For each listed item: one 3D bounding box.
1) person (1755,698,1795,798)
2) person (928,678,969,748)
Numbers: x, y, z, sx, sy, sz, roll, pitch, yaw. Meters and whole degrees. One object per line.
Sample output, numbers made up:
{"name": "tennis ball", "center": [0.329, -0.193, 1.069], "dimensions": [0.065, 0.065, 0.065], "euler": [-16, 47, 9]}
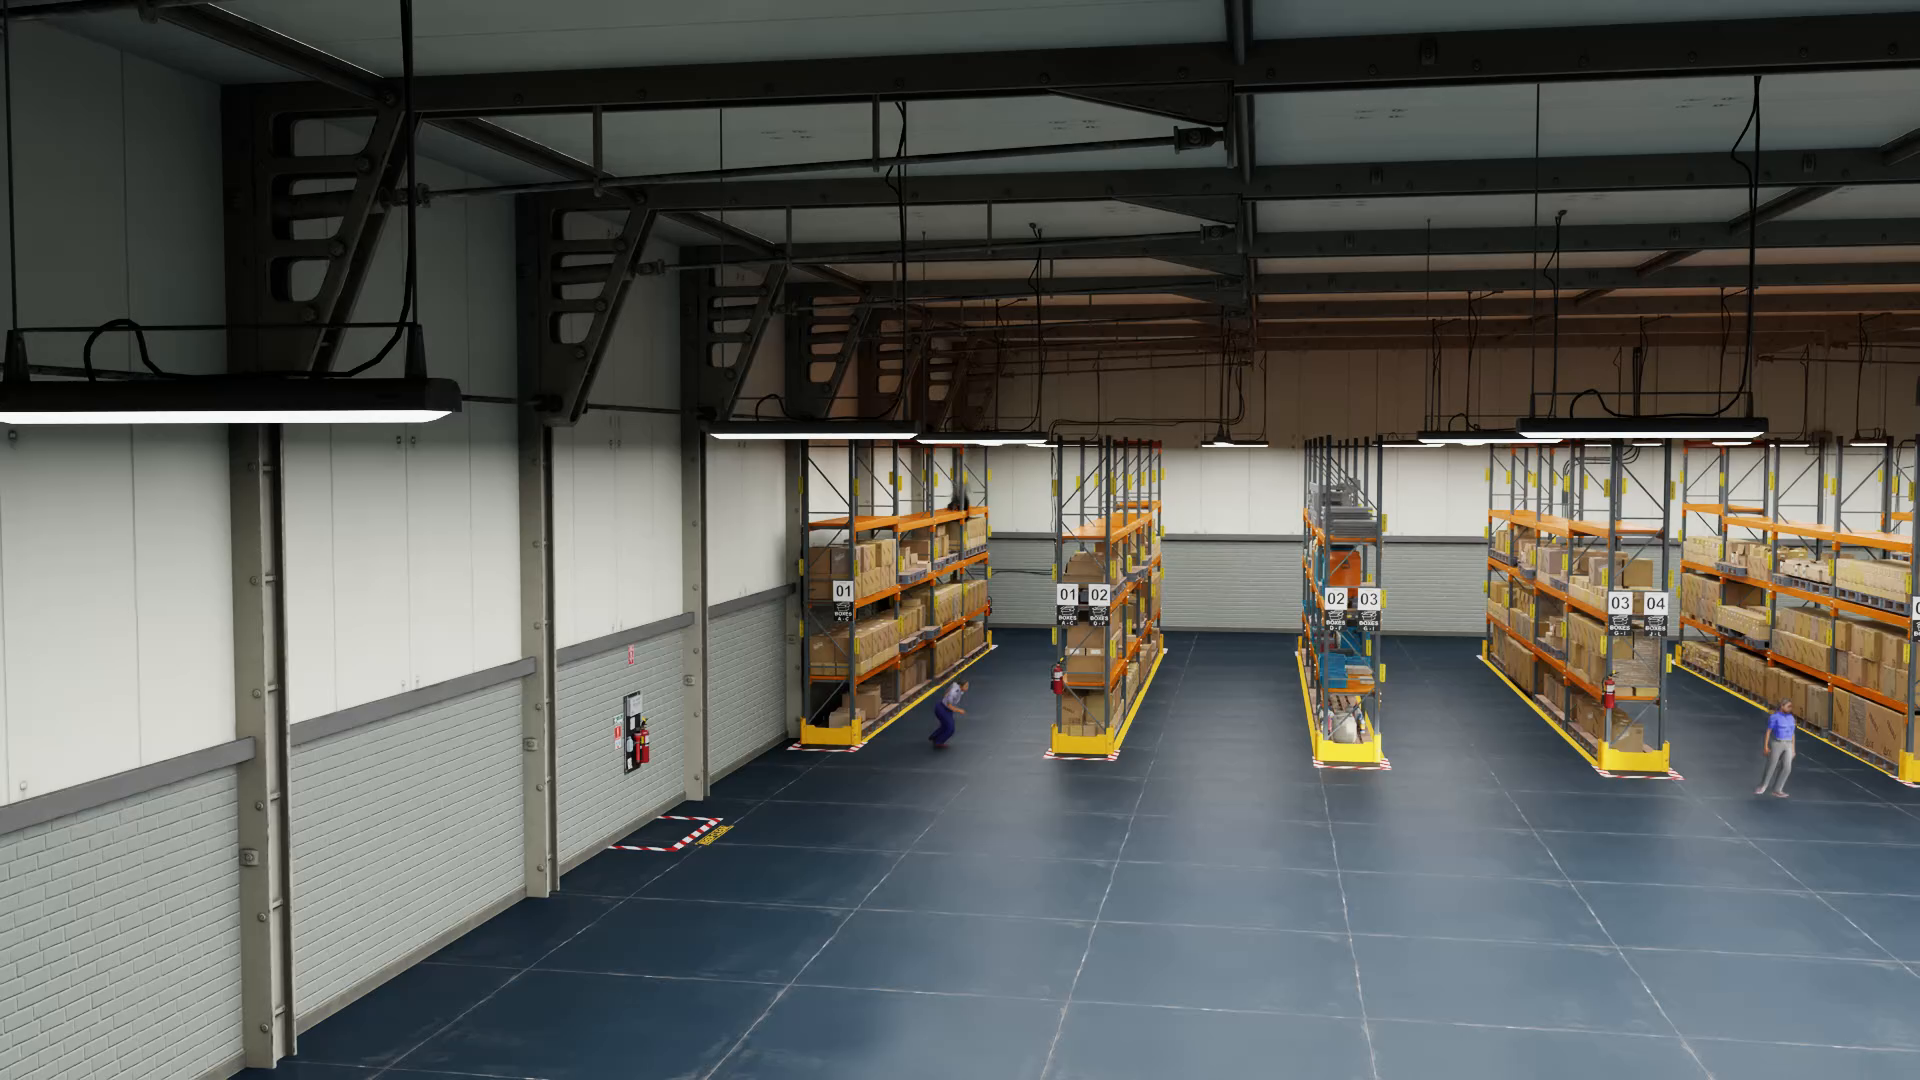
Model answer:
{"name": "person", "center": [13.462, 3.415, 27.458], "dimensions": [0.579, 1.635, 0.448], "euler": [-1, 3, -12]}
{"name": "person", "center": [-0.233, 3.320, 31.943], "dimensions": [0.852, 1.382, 0.641], "euler": [1, 3, 12]}
